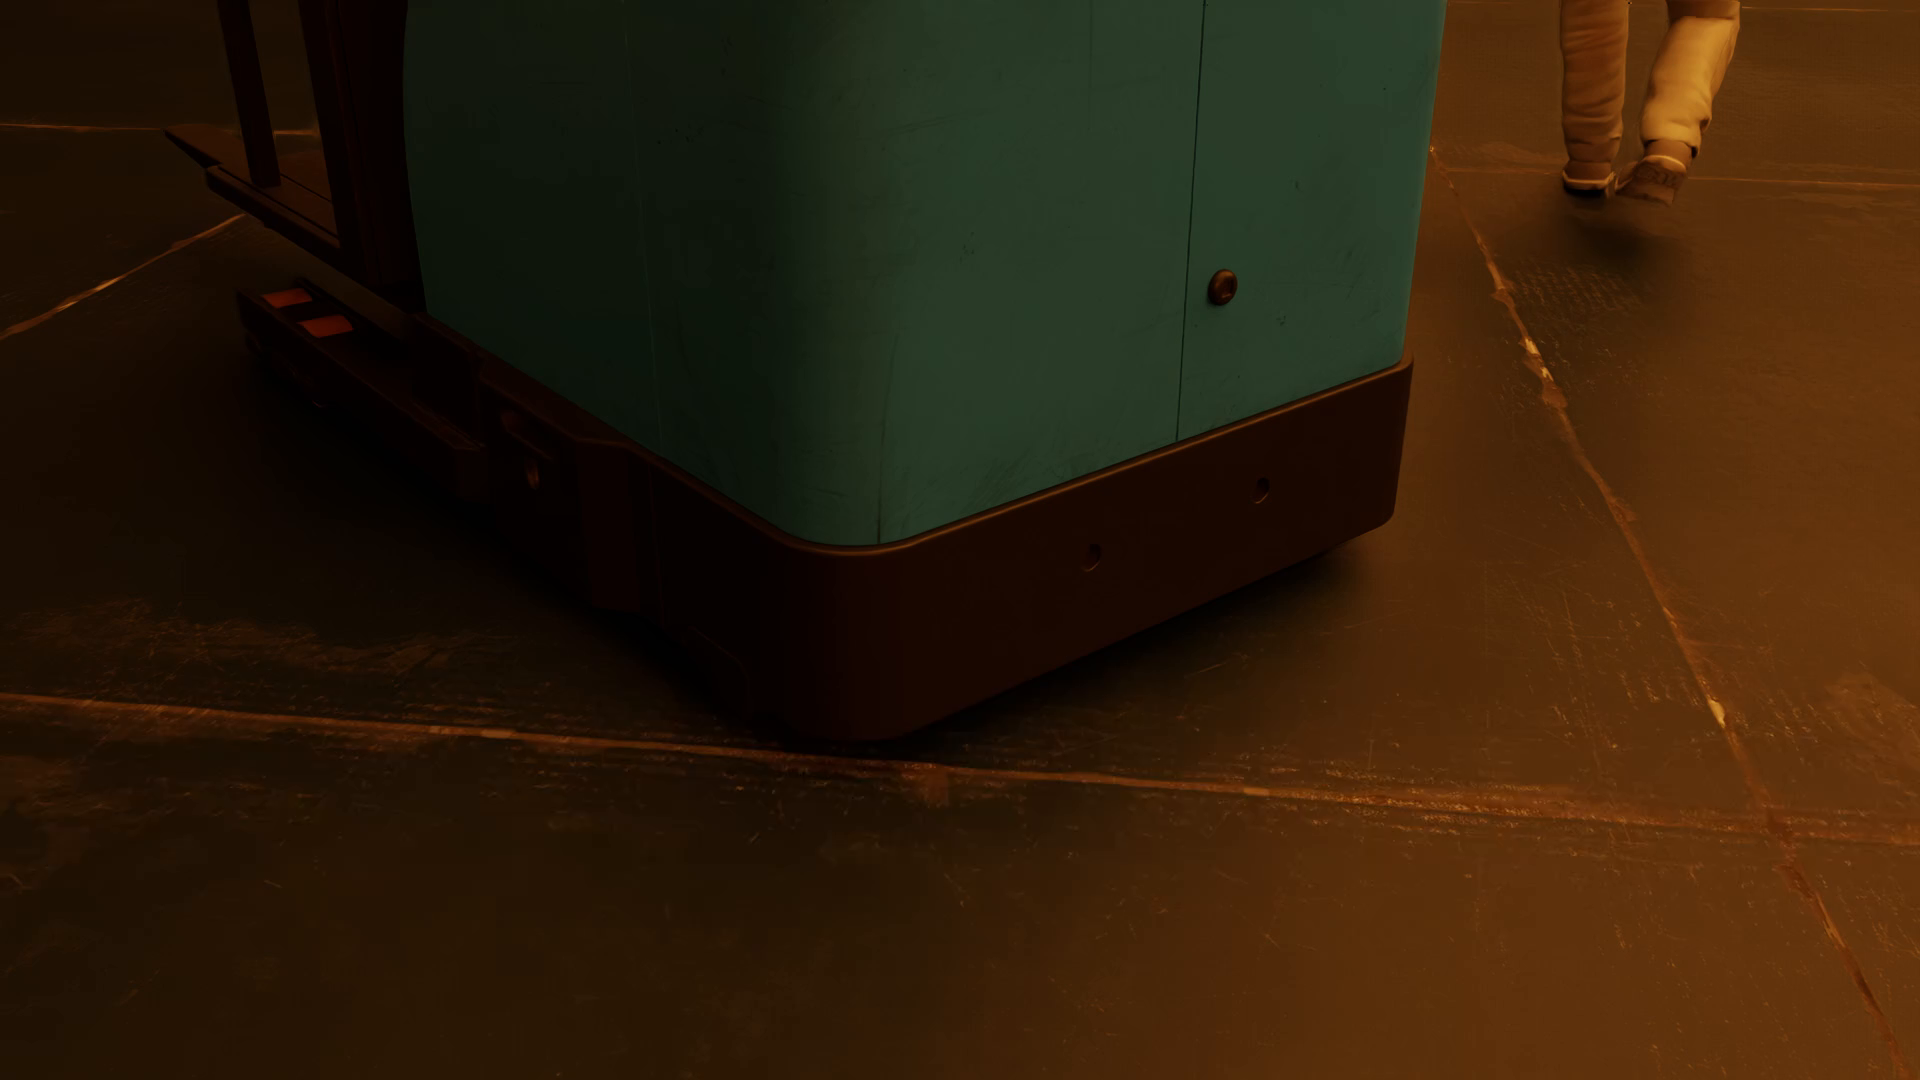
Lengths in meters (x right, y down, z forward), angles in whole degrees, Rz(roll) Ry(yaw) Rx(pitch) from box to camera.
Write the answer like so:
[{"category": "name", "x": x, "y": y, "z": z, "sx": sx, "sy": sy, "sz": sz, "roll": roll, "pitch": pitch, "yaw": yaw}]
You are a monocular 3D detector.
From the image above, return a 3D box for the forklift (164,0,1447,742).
[{"category": "forklift", "x": -0.684, "y": -1.670, "z": 2.565, "sx": 1.130, "sy": 2.935, "sz": 3.031, "roll": -20, "pitch": 33, "yaw": -34}]

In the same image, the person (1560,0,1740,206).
[{"category": "person", "x": 1.600, "y": -1.587, "z": 3.831, "sx": 0.628, "sy": 1.678, "sz": 0.779, "roll": 11, "pitch": 28, "yaw": 21}]
